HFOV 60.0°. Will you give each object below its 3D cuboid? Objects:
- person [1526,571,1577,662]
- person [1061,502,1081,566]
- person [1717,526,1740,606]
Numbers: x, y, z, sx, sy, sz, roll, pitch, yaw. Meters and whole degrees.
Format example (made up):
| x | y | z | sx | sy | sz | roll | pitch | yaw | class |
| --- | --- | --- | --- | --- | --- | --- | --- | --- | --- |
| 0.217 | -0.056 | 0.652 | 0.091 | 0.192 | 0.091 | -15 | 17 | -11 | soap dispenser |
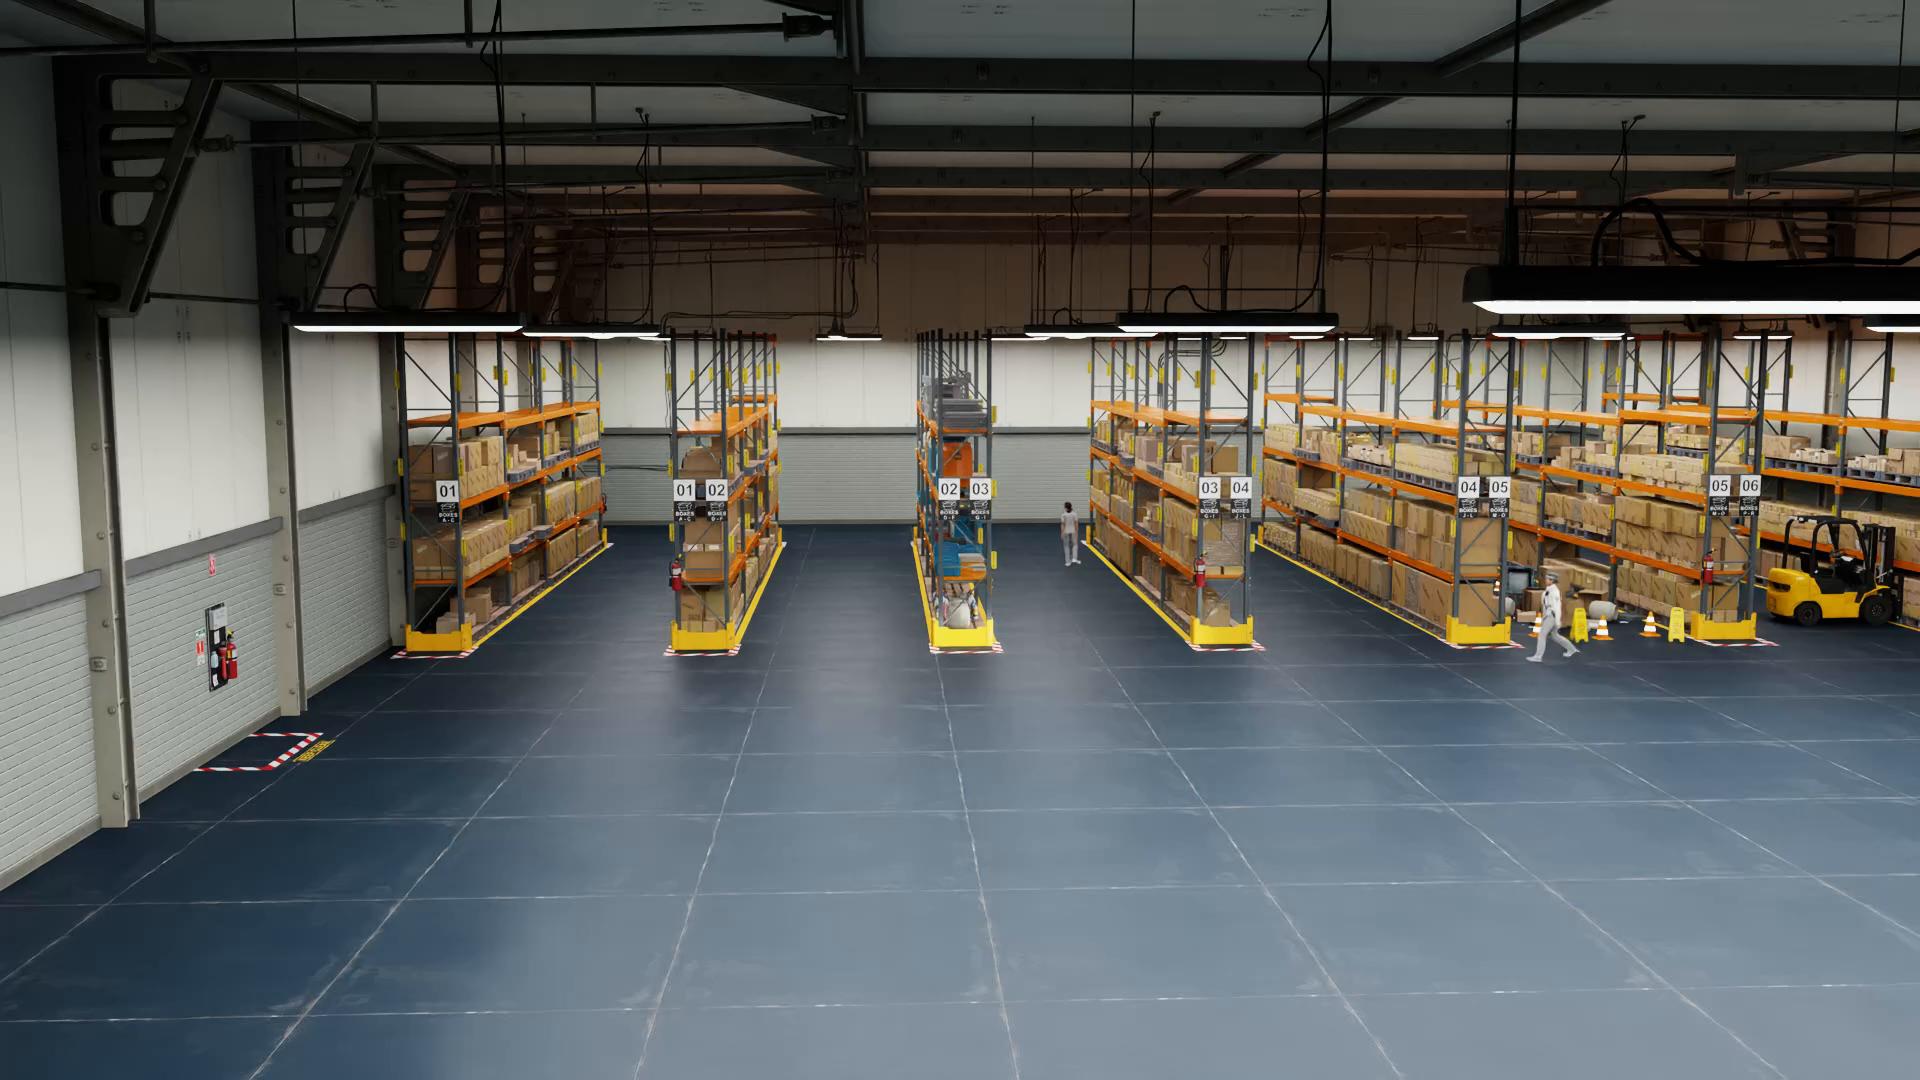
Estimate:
| x | y | z | sx | sy | sz | roll | pitch | yaw | class |
| --- | --- | --- | --- | --- | --- | --- | --- | --- | --- |
| 10.693 | 1.374 | 29.939 | 0.970 | 1.637 | 0.487 | 0 | 7 | 0 | person |
| 2.855 | -0.154 | 42.891 | 0.513 | 1.669 | 0.498 | -1 | 7 | -9 | person |
| 16.879 | 0.599 | 36.400 | 0.538 | 1.819 | 0.599 | -1 | 7 | -8 | person |
